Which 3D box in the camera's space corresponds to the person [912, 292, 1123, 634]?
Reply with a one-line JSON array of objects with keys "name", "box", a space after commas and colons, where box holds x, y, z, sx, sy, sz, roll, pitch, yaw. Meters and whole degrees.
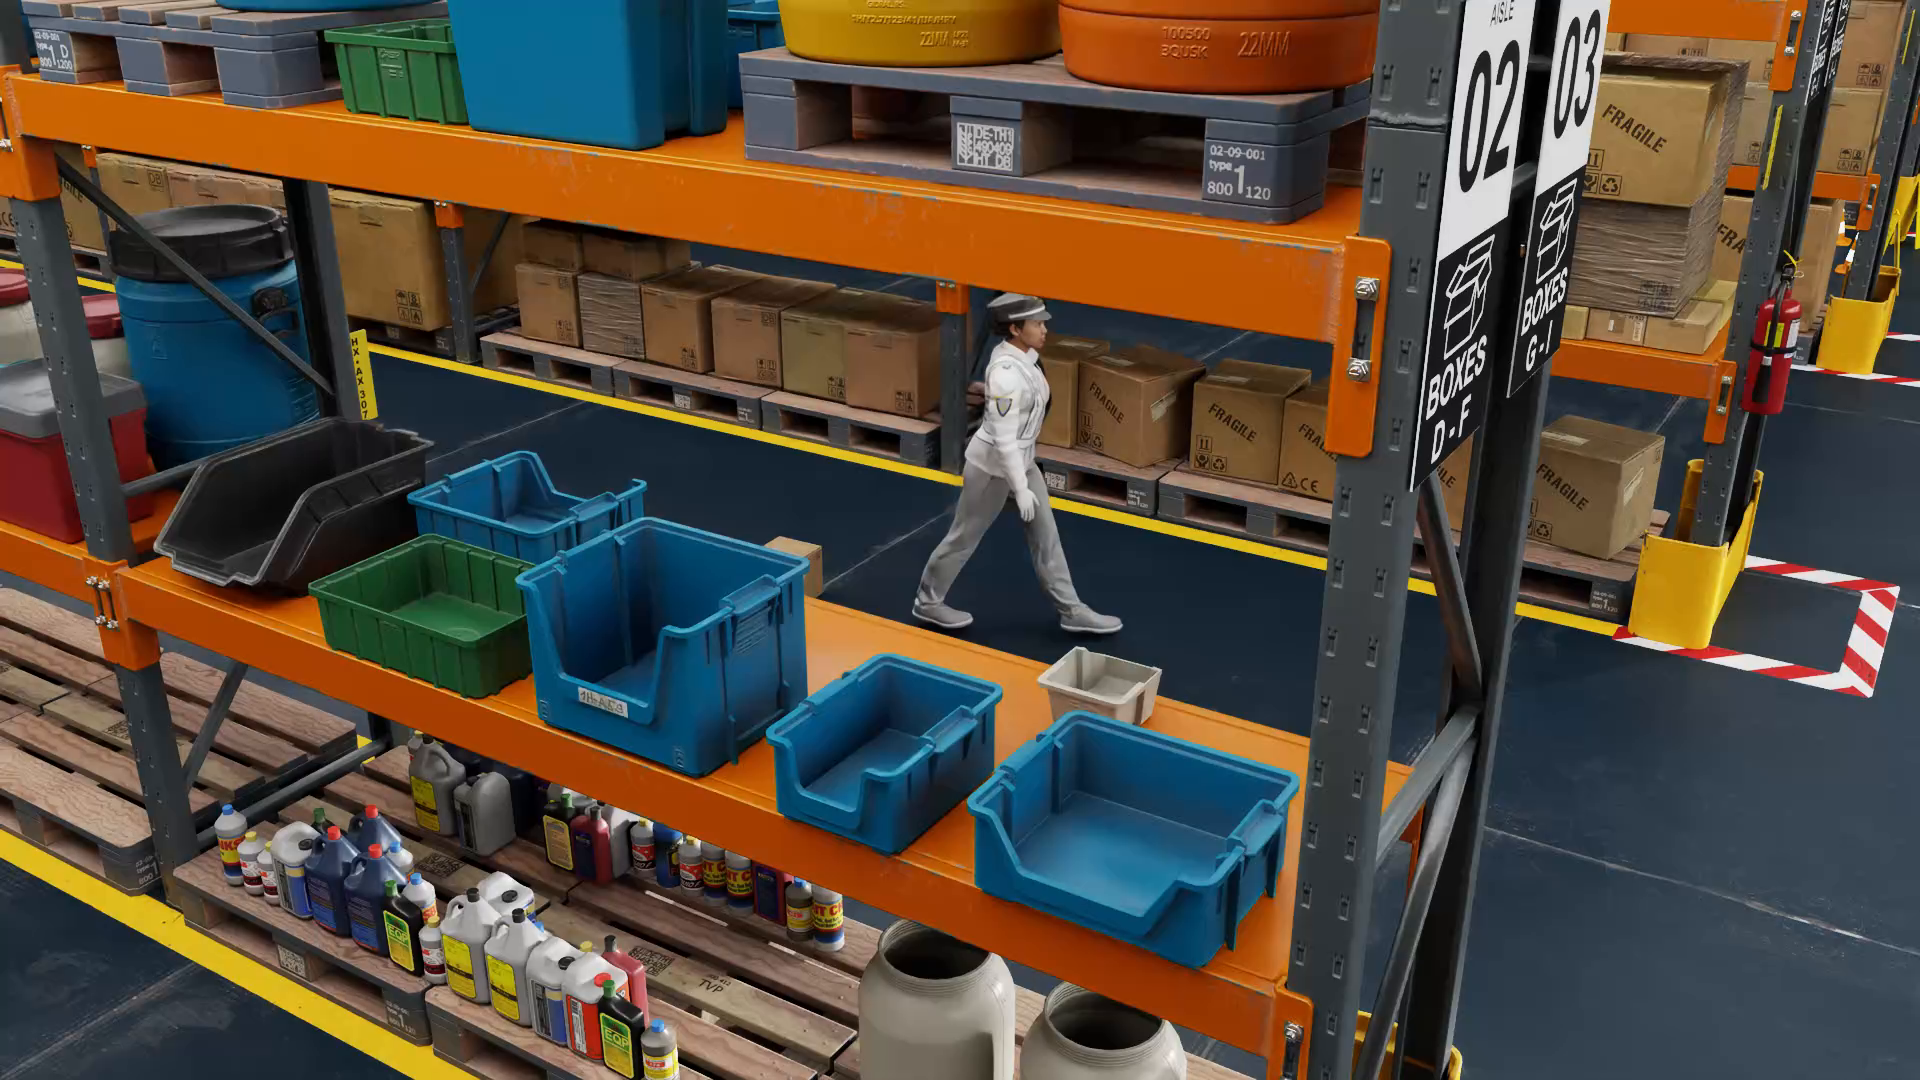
[{"name": "person", "box": [0.243, -0.324, 7.305, 0.963, 1.617, 0.514, 7, 24, 16]}]
